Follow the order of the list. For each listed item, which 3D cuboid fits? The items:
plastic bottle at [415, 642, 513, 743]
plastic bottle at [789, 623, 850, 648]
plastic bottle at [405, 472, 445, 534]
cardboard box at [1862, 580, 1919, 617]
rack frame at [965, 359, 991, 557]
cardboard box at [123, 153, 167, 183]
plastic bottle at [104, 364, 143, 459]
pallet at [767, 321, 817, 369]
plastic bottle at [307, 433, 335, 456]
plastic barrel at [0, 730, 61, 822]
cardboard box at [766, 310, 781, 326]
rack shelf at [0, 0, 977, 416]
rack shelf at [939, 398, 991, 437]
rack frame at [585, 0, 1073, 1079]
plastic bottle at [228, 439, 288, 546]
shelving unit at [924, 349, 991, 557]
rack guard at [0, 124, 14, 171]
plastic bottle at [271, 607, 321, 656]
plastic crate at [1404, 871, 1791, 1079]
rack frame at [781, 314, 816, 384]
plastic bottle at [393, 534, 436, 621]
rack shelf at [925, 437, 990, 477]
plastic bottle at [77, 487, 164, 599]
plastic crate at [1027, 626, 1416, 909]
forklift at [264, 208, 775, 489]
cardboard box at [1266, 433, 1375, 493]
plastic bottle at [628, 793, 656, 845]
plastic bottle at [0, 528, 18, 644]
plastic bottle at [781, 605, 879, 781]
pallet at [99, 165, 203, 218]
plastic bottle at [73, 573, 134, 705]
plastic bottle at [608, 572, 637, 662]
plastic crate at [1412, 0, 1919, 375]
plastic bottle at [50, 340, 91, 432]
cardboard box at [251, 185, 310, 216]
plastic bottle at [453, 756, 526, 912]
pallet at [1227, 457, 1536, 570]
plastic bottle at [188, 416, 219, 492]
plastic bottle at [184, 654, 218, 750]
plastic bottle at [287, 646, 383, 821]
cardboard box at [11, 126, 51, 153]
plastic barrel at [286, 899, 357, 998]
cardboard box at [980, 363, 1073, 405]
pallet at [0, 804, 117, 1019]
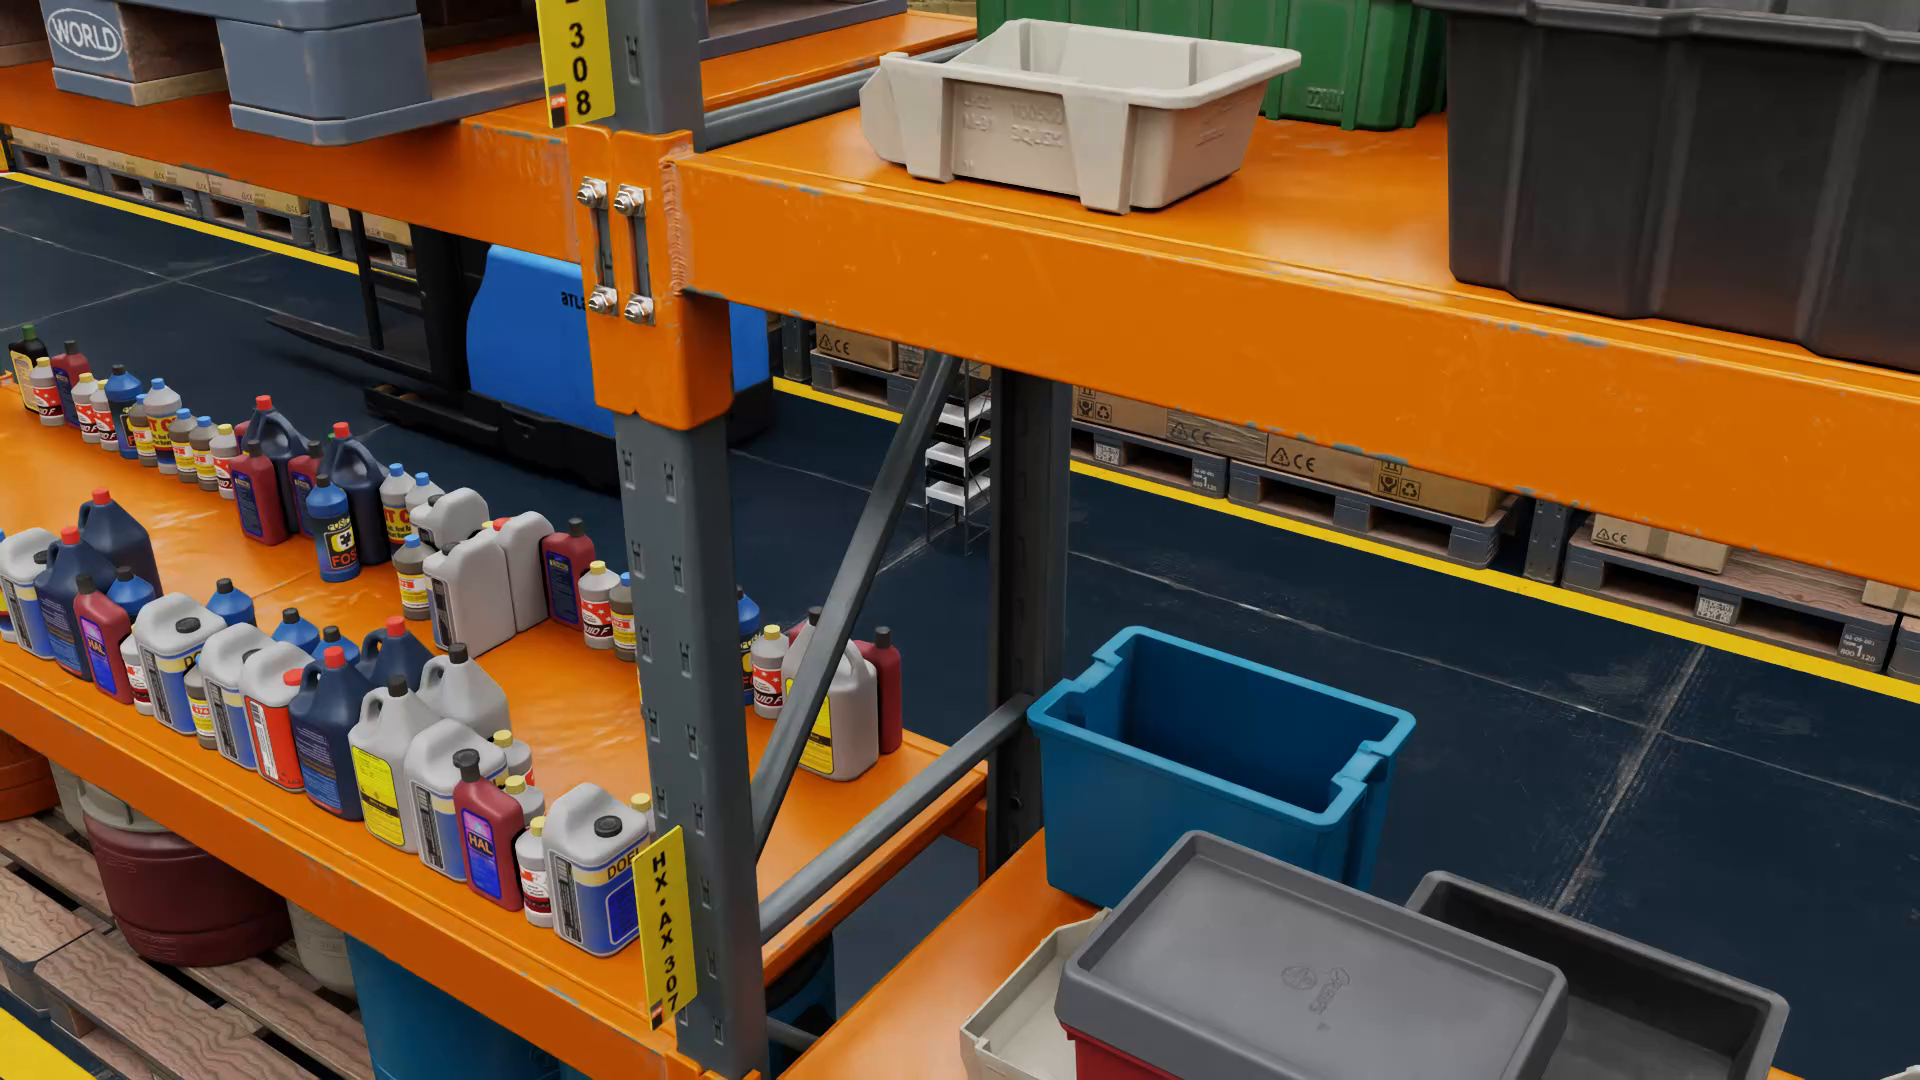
[{"bbox_3d":[-0.989,0.356,3.297,0.185,0.351,0.144,17,32,30],"label":"plastic bottle"},{"bbox_3d":[-0.298,0.266,3.548,0.133,0.283,0.061,17,32,30],"label":"plastic bottle"},{"bbox_3d":[-1.328,-0.039,4.162,0.097,0.271,0.097,0,27,0],"label":"plastic bottle"},{"bbox_3d":[3.622,0.125,6.336,0.250,0.166,0.380,17,32,30],"label":"cardboard box"},{"bbox_3d":[0.090,-0.373,6.990,0.006,0.900,0.240,17,32,30],"label":"rack frame"},{"bbox_3d":[-5.660,-2.785,11.985,0.500,0.250,0.500,17,32,30],"label":"cardboard box"},{"bbox_3d":[-2.414,-0.378,4.827,0.097,0.271,0.097,0,27,0],"label":"plastic bottle"},{"bbox_3d":[-1.273,-1.359,9.688,1.213,0.211,1.003,17,32,30],"label":"pallet"},{"bbox_3d":[-1.645,-0.153,4.373,0.133,0.283,0.061,17,32,30],"label":"plastic bottle"},{"bbox_3d":[-3.012,0.374,5.137,0.708,0.830,0.600,17,32,30],"label":"plastic barrel"},{"bbox_3d":[-1.189,-1.382,9.226,0.500,0.250,0.500,18,32,31],"label":"cardboard box"},{"bbox_3d":[-1.776,-1.028,3.448,4.000,0.370,1.077,17,32,30],"label":"rack shelf"},{"bbox_3d":[0.007,-0.530,6.975,0.200,0.077,0.258,17,32,30],"label":"rack shelf"},{"bbox_3d":[-0.129,0.503,2.954,0.053,2.616,0.949,17,32,30],"label":"rack frame"},{"bbox_3d":[-1.837,-0.134,4.334,0.133,0.283,0.061,17,32,30],"label":"plastic bottle"},{"bbox_3d":[0.007,-0.399,7.042,0.210,0.900,0.258,17,32,30],"label":"shelving unit"},{"bbox_3d":[-7.231,-3.322,13.227,0.348,0.500,1.175,17,32,30],"label":"rack guard"},{"bbox_3d":[-1.408,0.270,3.555,0.097,0.271,0.097,0,27,0],"label":"plastic bottle"},{"bbox_3d":[0.947,0.785,2.638,0.590,0.125,0.437,17,32,30],"label":"plastic crate"},{"bbox_3d":[-0.617,-2.376,8.612,0.127,3.000,1.000,17,32,30],"label":"rack frame"},{"bbox_3d":[-1.303,0.083,3.998,0.097,0.201,0.097,0,27,0],"label":"plastic bottle"},{"bbox_3d":[0.007,-0.369,7.057,0.200,0.077,0.258,17,32,30],"label":"rack shelf"},{"bbox_3d":[-2.003,0.036,3.926,0.185,0.351,0.144,17,32,30],"label":"plastic bottle"},{"bbox_3d":[0.451,0.475,2.961,0.575,0.384,0.392,17,32,30],"label":"plastic crate"},{"bbox_3d":[-2.410,-2.053,8.052,3.031,2.935,1.130,18,32,31],"label":"forklift"},{"bbox_3d":[1.708,-0.581,7.354,0.500,0.500,0.500,17,32,30],"label":"cardboard box"},{"bbox_3d":[-0.580,0.559,3.064,0.097,0.201,0.097,0,27,0],"label":"plastic bottle"},{"bbox_3d":[-2.219,0.101,3.887,0.097,0.271,0.097,0,27,0],"label":"plastic bottle"},{"bbox_3d":[-0.267,0.302,3.404,0.185,0.351,0.144,17,32,30],"label":"plastic bottle"},{"bbox_3d":[-5.556,-2.693,12.309,1.213,0.211,1.003,17,32,30],"label":"pallet"},{"bbox_3d":[-1.871,0.214,3.651,0.133,0.283,0.061,17,32,30],"label":"plastic bottle"},{"bbox_3d":[-0.755,0.170,3.827,0.097,0.201,0.097,0,27,0],"label":"plastic bottle"},{"bbox_3d":[0.741,-0.355,1.477,0.590,0.269,0.497,17,32,30],"label":"plastic crate"},{"bbox_3d":[-2.659,-0.469,4.994,0.133,0.283,0.061,17,32,30],"label":"plastic bottle"},{"bbox_3d":[-4.420,-2.402,11.232,0.500,0.250,0.500,17,32,30],"label":"cardboard box"},{"bbox_3d":[-0.852,0.531,3.027,0.133,0.283,0.061,17,32,30],"label":"plastic bottle"},{"bbox_3d":[1.988,-0.301,7.608,1.213,0.211,1.003,17,32,30],"label":"pallet"},{"bbox_3d":[-2.093,-0.246,4.646,0.097,0.201,0.097,0,27,0],"label":"plastic bottle"},{"bbox_3d":[-1.574,0.333,3.508,0.097,0.201,0.097,0,27,0],"label":"plastic bottle"},{"bbox_3d":[-1.223,0.363,3.284,0.185,0.351,0.144,17,32,30],"label":"plastic bottle"},{"bbox_3d":[-6.895,-3.171,12.743,0.500,0.250,0.500,17,32,30],"label":"cardboard box"},{"bbox_3d":[-1.565,0.917,4.420,0.421,0.512,0.421,0,27,0],"label":"plastic barrel"},{"bbox_3d":[0.442,-0.971,8.122,0.500,0.500,0.500,17,31,30],"label":"cardboard box"},{"bbox_3d":[-2.751,0.905,5.240,1.213,0.211,1.003,17,32,30],"label":"pallet"}]
